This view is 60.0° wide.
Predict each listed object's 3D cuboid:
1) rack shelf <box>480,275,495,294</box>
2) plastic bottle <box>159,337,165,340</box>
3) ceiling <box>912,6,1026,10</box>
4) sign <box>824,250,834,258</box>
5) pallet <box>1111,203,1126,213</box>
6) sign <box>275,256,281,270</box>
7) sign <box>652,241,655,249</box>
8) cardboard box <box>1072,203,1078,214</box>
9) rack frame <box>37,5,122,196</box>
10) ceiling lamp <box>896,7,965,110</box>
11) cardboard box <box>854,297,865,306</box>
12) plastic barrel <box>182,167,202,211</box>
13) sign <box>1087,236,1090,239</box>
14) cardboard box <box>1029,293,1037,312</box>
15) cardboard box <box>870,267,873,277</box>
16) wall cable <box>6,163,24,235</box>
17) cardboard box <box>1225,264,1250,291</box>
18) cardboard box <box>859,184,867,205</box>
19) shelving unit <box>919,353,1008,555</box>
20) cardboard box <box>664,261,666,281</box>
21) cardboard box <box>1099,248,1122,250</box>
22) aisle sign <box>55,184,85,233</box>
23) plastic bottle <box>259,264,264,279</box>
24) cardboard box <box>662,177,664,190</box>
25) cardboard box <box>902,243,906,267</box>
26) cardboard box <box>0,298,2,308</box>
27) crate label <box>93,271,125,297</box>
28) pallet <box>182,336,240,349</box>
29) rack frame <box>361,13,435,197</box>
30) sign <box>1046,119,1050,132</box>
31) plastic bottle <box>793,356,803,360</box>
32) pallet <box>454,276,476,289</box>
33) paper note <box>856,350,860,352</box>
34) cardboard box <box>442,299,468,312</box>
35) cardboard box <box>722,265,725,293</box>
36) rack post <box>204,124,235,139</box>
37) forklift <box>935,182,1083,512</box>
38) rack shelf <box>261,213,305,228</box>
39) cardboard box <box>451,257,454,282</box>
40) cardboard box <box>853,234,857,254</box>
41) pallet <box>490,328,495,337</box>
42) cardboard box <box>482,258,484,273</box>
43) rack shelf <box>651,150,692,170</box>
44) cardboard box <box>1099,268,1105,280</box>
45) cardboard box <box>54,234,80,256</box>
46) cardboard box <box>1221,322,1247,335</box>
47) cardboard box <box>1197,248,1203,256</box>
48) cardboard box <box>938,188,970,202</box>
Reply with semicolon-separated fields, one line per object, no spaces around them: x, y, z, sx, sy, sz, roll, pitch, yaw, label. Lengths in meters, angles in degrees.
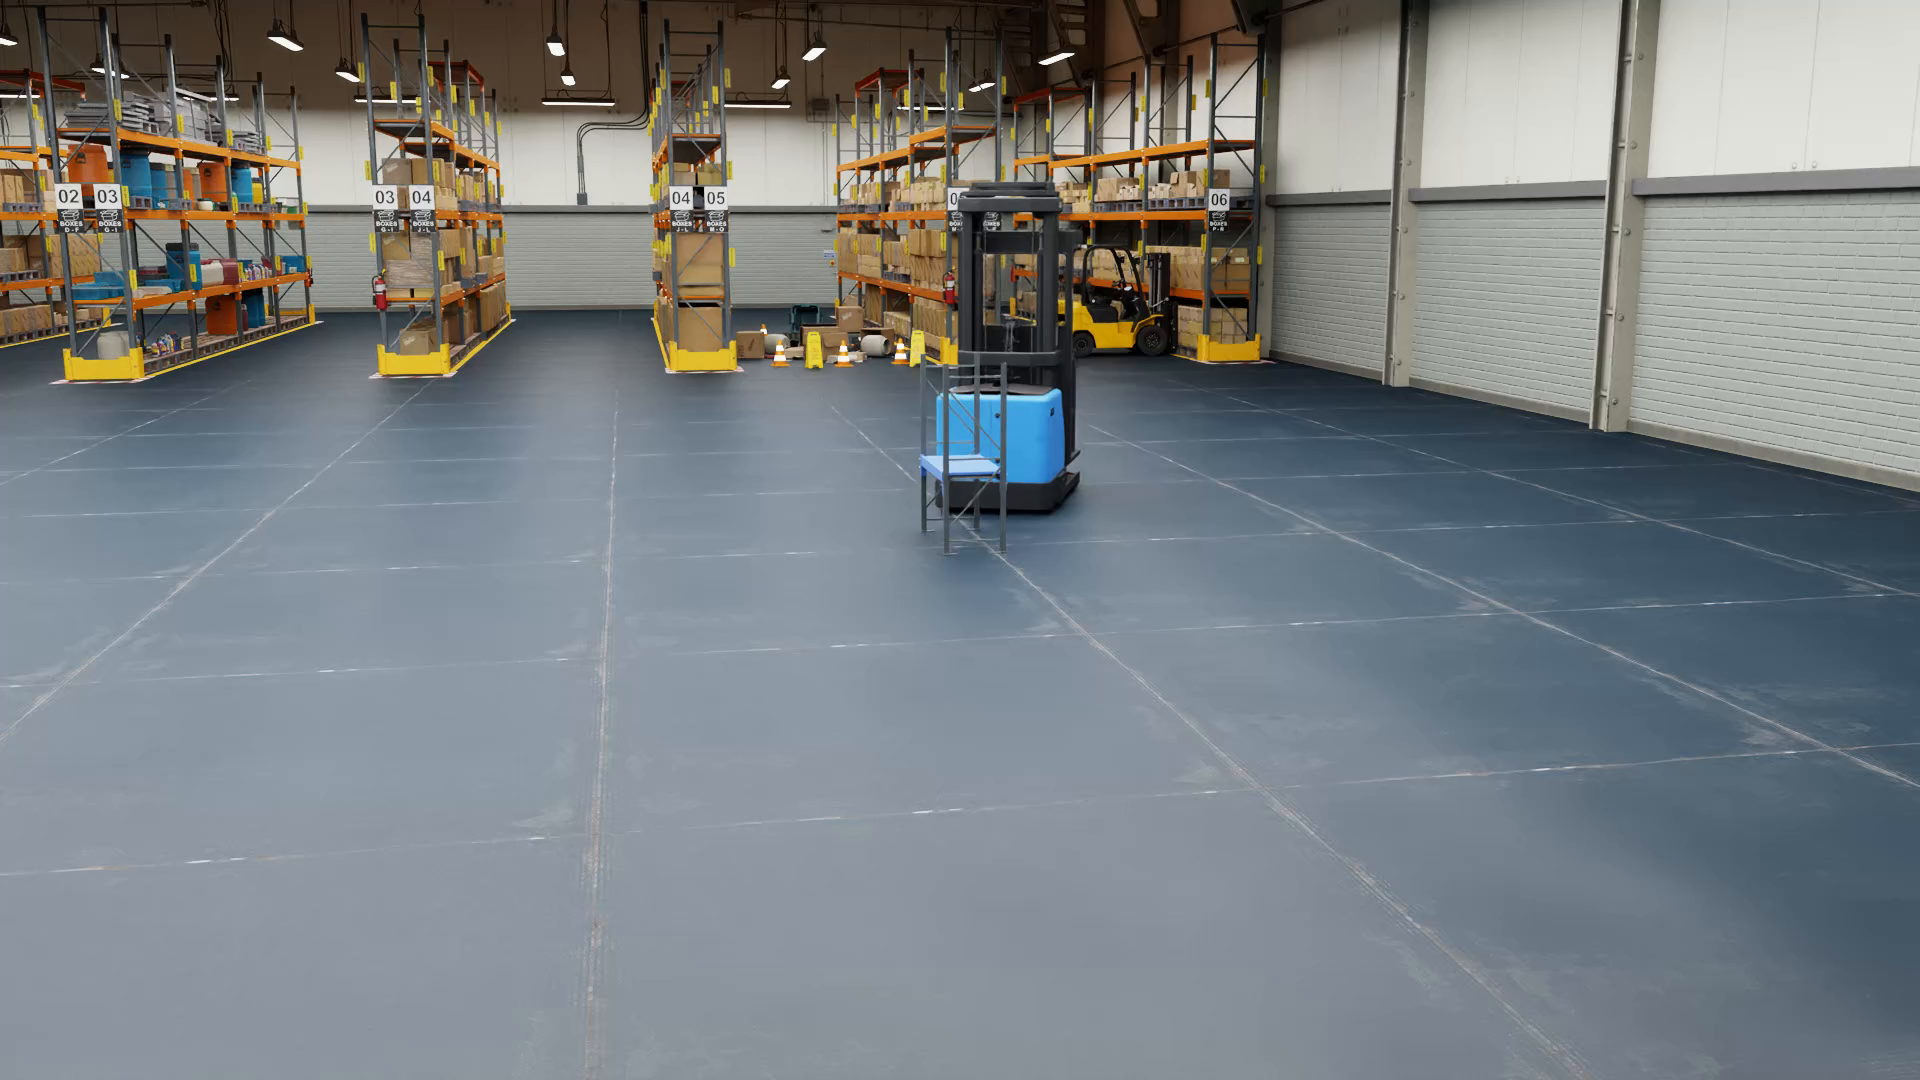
-11.419;-5.846;38.313;1.077;0.370;4.000;-2;11;-11;rack shelf
-14.805;-3.644;30.928;0.152;0.276;0.135;-2;11;-11;plastic bottle
2.054;-15.725;48.180;6.000;0.001;6.000;-2;11;-11;ceiling
-4.044;-8.836;51.374;0.327;0.218;0.001;-2;11;-11;sign
3.999;-7.429;37.187;1.003;0.211;1.213;-2;11;-8;pallet
-16.126;-6.542;39.304;0.100;0.325;0.005;-2;11;-11;sign
-8.233;-7.867;44.693;0.100;0.325;0.005;-2;11;-11;sign
3.025;-8.043;40.312;0.500;0.250;0.500;-2;11;-11;cardboard box
-14.332;-7.132;27.102;1.000;3.000;0.127;-2;11;-11;rack frame
-0.802;-14.063;47.904;2.000;3.185;0.800;-2;11;-11;ceiling lamp
-2.278;-6.158;43.755;0.875;0.438;0.875;-2;11;-13;cardboard box
-15.941;-7.214;34.212;0.600;0.901;0.600;0;11;0;plastic barrel
3.325;-7.697;43.019;0.100;0.325;0.005;-2;11;-11;sign
2.162;-6.445;45.100;0.500;0.500;0.500;-2;11;-10;cardboard box
-1.859;-6.389;39.641;0.500;0.250;0.500;-2;11;-12;cardboard box
-27.911;-9.232;46.436;3.097;2.526;0.112;-2;11;-11;wall cable
5.291;-5.057;31.976;0.500;0.500;0.500;-2;11;-9;cardboard box
-2.200;-8.483;40.832;0.500;0.500;0.500;-2;11;-12;cardboard box
0.017;-0.721;13.474;0.538;1.500;1.048;-2;11;-11;shelving unit
-5.829;-5.489;34.243;0.500;0.500;0.500;-2;11;-12;cardboard box
3.613;-6.730;39.641;0.500;0.500;0.500;-2;11;-8;cardboard box
-14.609;-5.438;27.294;0.394;0.787;0.004;-2;11;-11;aisle sign
-16.166;-6.205;38.408;0.144;0.351;0.185;-2;11;-11;plastic bottle
-5.546;-6.962;32.447;0.500;0.250;0.500;-2;11;-11;cardboard box
-0.944;-6.028;35.160;0.500;0.500;0.500;-2;11;-11;cardboard box
-21.378;-5.190;36.447;0.500;0.250;0.500;-2;11;-12;cardboard box
-14.955;-4.530;29.382;0.502;0.435;0.616;-2;11;-11;crate label
-15.775;-4.139;34.879;1.003;0.211;1.213;-2;11;-11;pallet
-9.474;-7.312;28.049;1.000;3.000;0.127;-2;11;-11;rack frame
2.246;-10.536;42.277;0.100;0.325;0.005;-2;11;-11;sign
-3.119;-3.488;31.858;0.133;0.061;0.283;-6;13;-31;plastic bottle
-10.258;-5.150;33.246;1.003;0.211;1.213;-2;11;-11;pallet
-2.101;-3.842;33.798;0.148;0.019;0.142;-2;11;-11;paper note
-10.757;-4.970;35.292;0.500;0.250;0.500;-1;11;-5;cardboard box
-4.819;-4.875;30.884;0.875;0.550;0.550;-2;11;-11;cardboard box
-16.069;-8.694;35.508;0.954;0.300;0.937;-2;11;-11;rack post
0.571;-1.925;15.970;1.130;2.935;3.031;2;11;11;forklift
-17.055;-7.873;40.940;1.077;0.370;4.000;-2;11;-11;rack shelf
-10.225;-5.209;31.981;0.875;0.500;0.500;-2;11;-11;cardboard box
-2.449;-7.543;42.365;0.500;0.500;0.500;-2;11;-11;cardboard box
-11.343;-4.833;38.526;1.003;0.211;1.213;-2;11;-11;pallet
-10.960;-6.075;37.326;0.500;0.500;0.500;-2;11;-13;cardboard box
-7.312;-9.687;42.457;1.077;0.370;4.000;-2;11;-11;rack shelf
3.499;-6.118;38.218;0.500;0.250;0.500;-2;11;-12;cardboard box
-21.643;-7.127;40.179;0.500;0.500;0.500;-2;11;-9;cardboard box
5.228;-4.102;32.119;0.500;0.250;0.500;-2;11;-10;cardboard box
4.760;-5.523;31.894;0.380;0.149;0.250;-2;11;-11;cardboard box
-0.117;-6.356;30.650;0.500;0.250;0.500;-2;11;-12;cardboard box
